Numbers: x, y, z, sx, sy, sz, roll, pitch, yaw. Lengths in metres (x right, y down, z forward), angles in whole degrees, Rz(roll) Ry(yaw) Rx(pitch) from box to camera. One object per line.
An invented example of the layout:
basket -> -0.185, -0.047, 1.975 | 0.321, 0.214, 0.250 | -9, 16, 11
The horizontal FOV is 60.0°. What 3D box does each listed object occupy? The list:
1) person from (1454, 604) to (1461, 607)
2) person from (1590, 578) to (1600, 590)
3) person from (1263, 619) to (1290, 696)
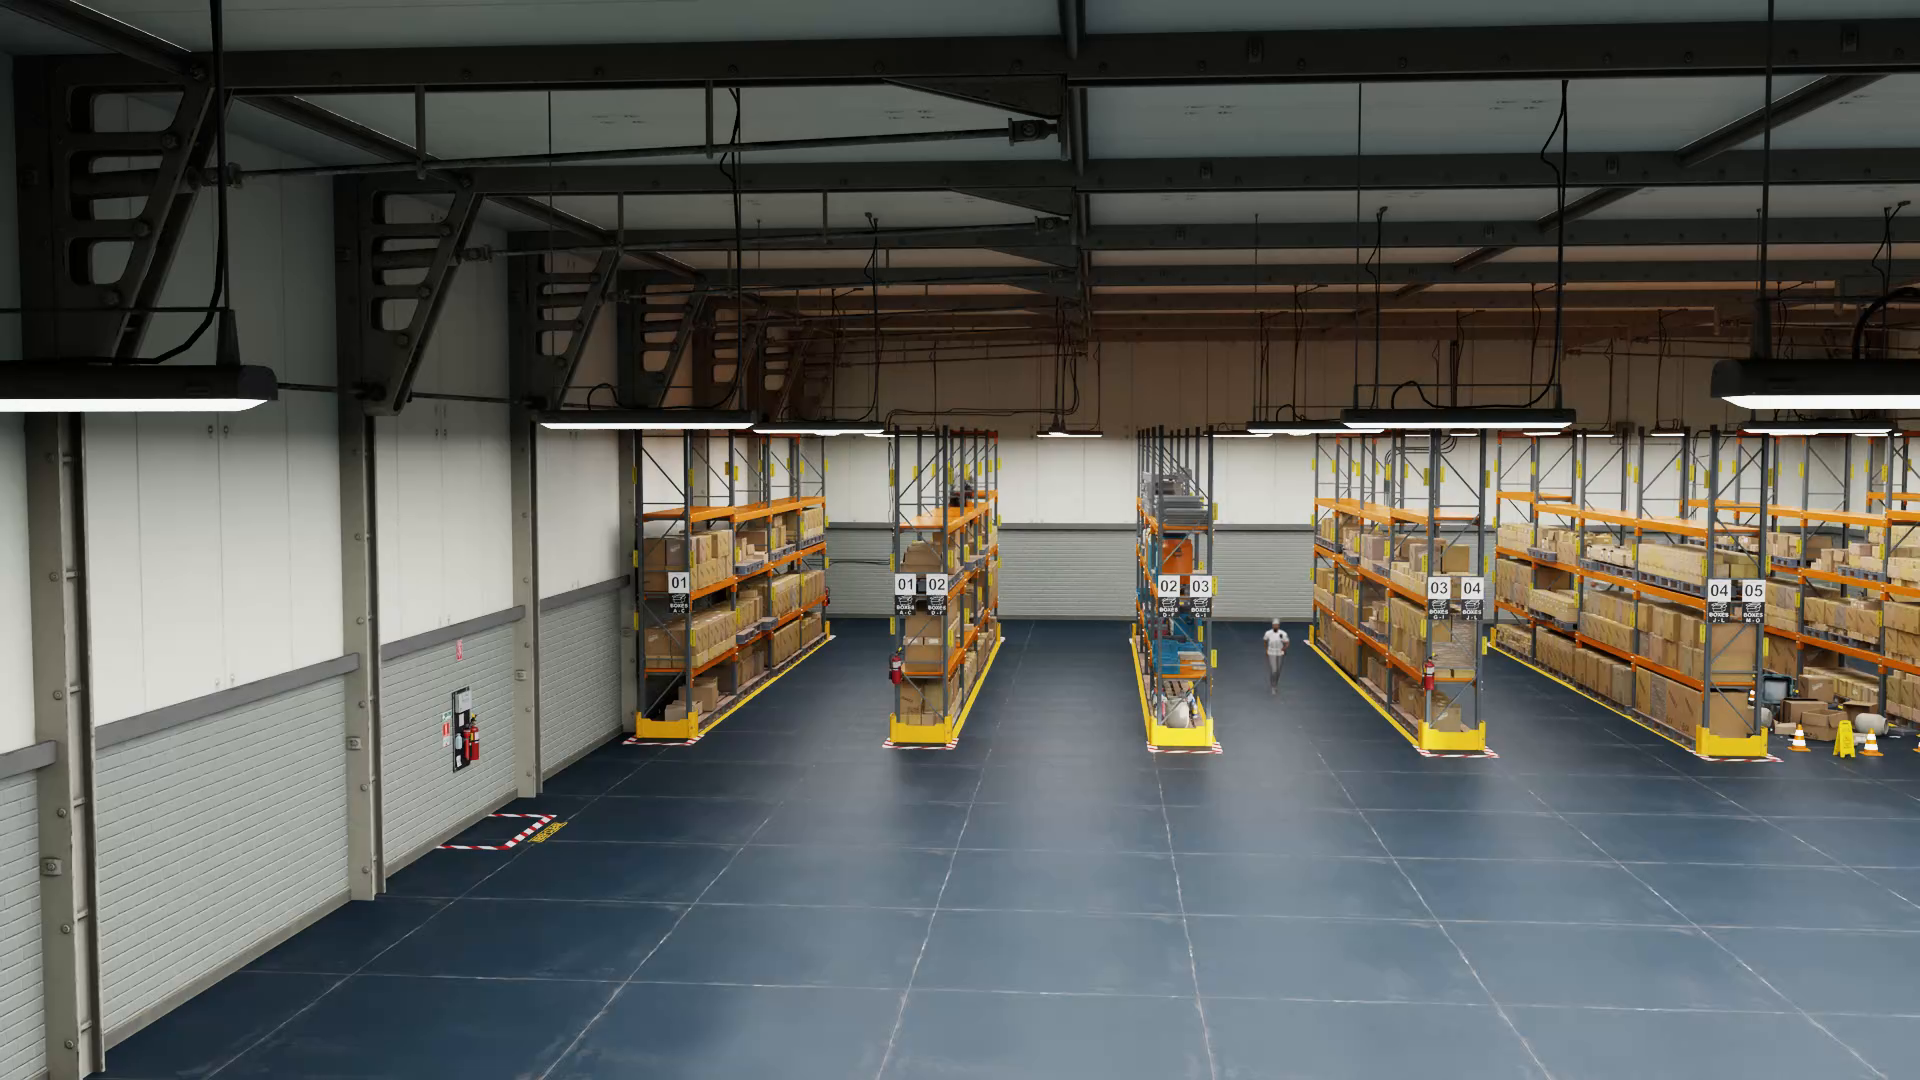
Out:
person -> 13.558, 2.197, 45.681 | 0.618, 1.627, 0.793 | 1, 4, 19
person -> 18.038, 1.984, 47.356 | 0.777, 1.847, 0.645 | 0, 3, 5
person -> 7.143, 2.620, 37.545 | 0.575, 1.736, 0.812 | 0, 3, 2
